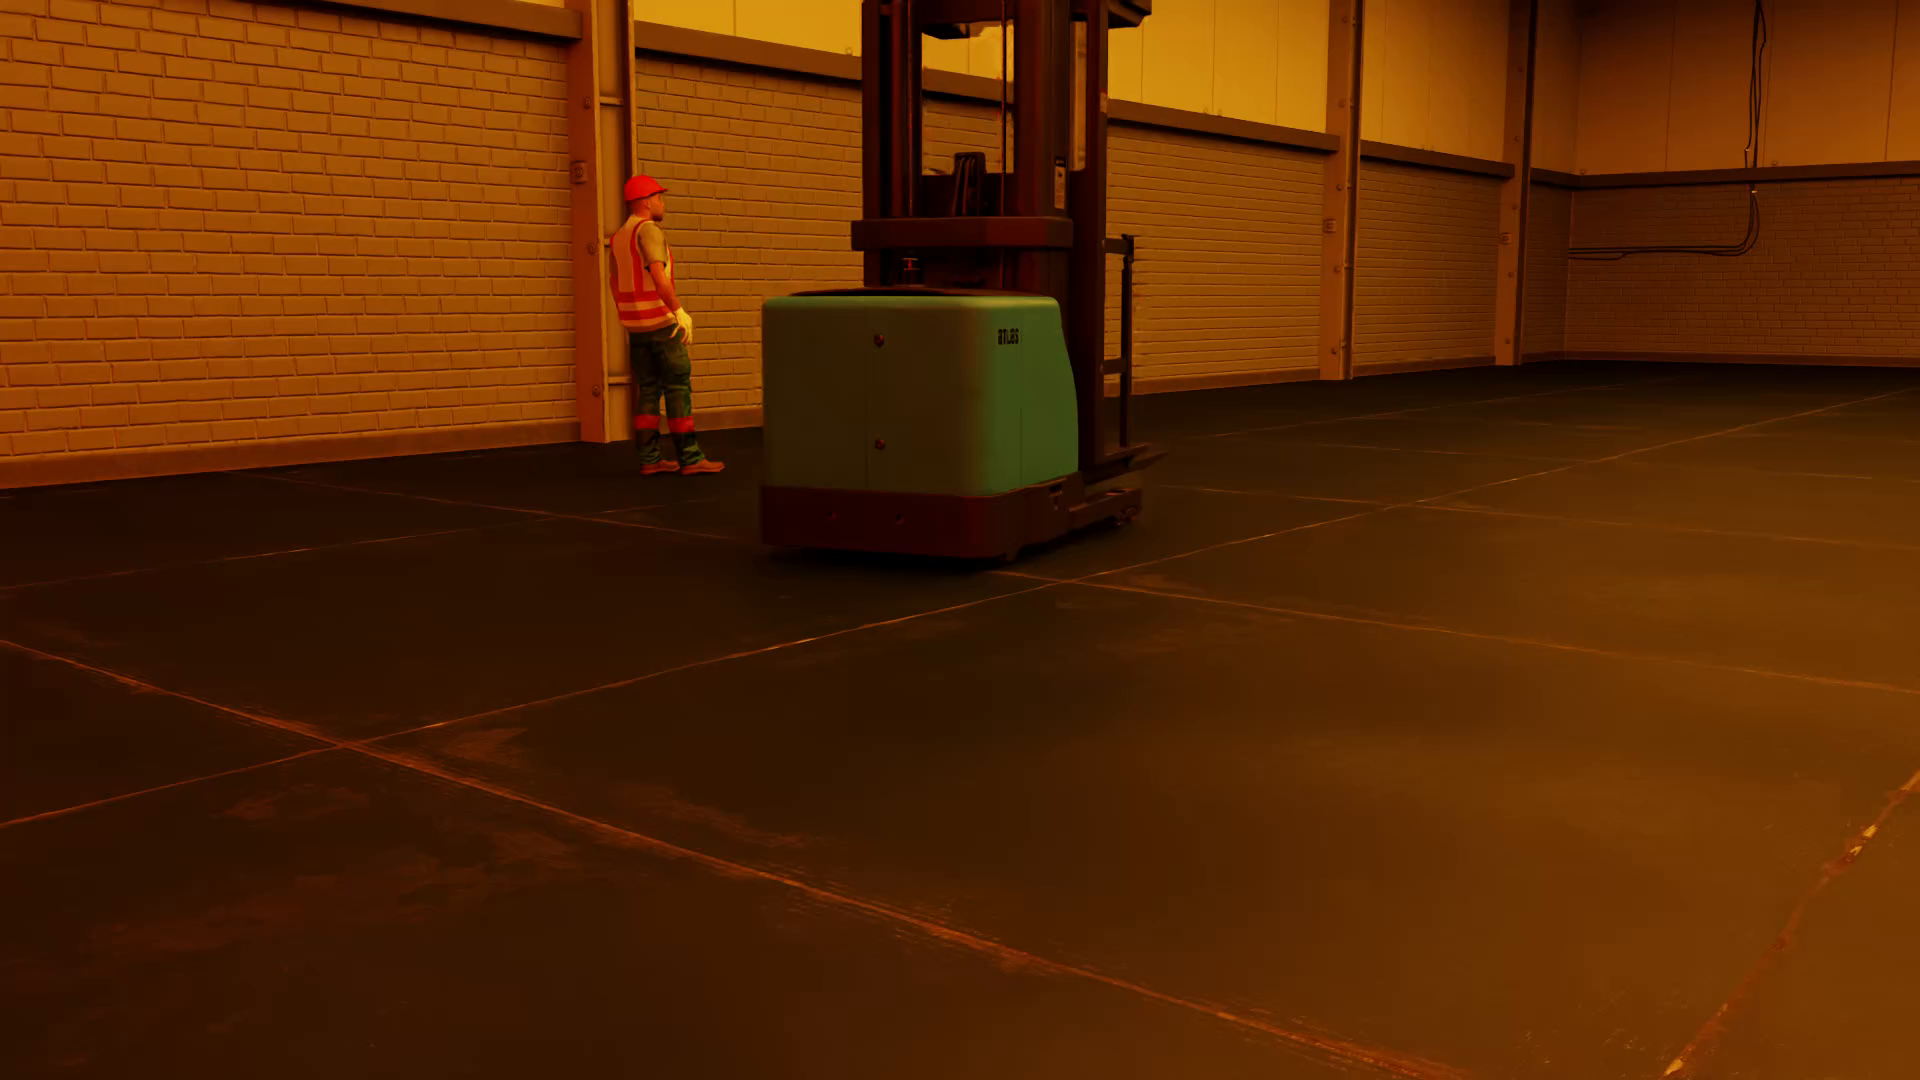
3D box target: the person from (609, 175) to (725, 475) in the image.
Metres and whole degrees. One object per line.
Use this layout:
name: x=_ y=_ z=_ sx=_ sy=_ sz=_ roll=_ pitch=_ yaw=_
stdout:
person: x=-1.783 y=-1.294 z=10.066 sx=0.546 sy=1.793 sz=0.695 roll=-8 pitch=11 yaw=-43

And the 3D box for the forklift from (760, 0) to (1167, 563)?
forklift: x=0.232 y=-1.535 z=7.769 sx=1.130 sy=2.935 sz=3.031 roll=4 pitch=9 yaw=23
